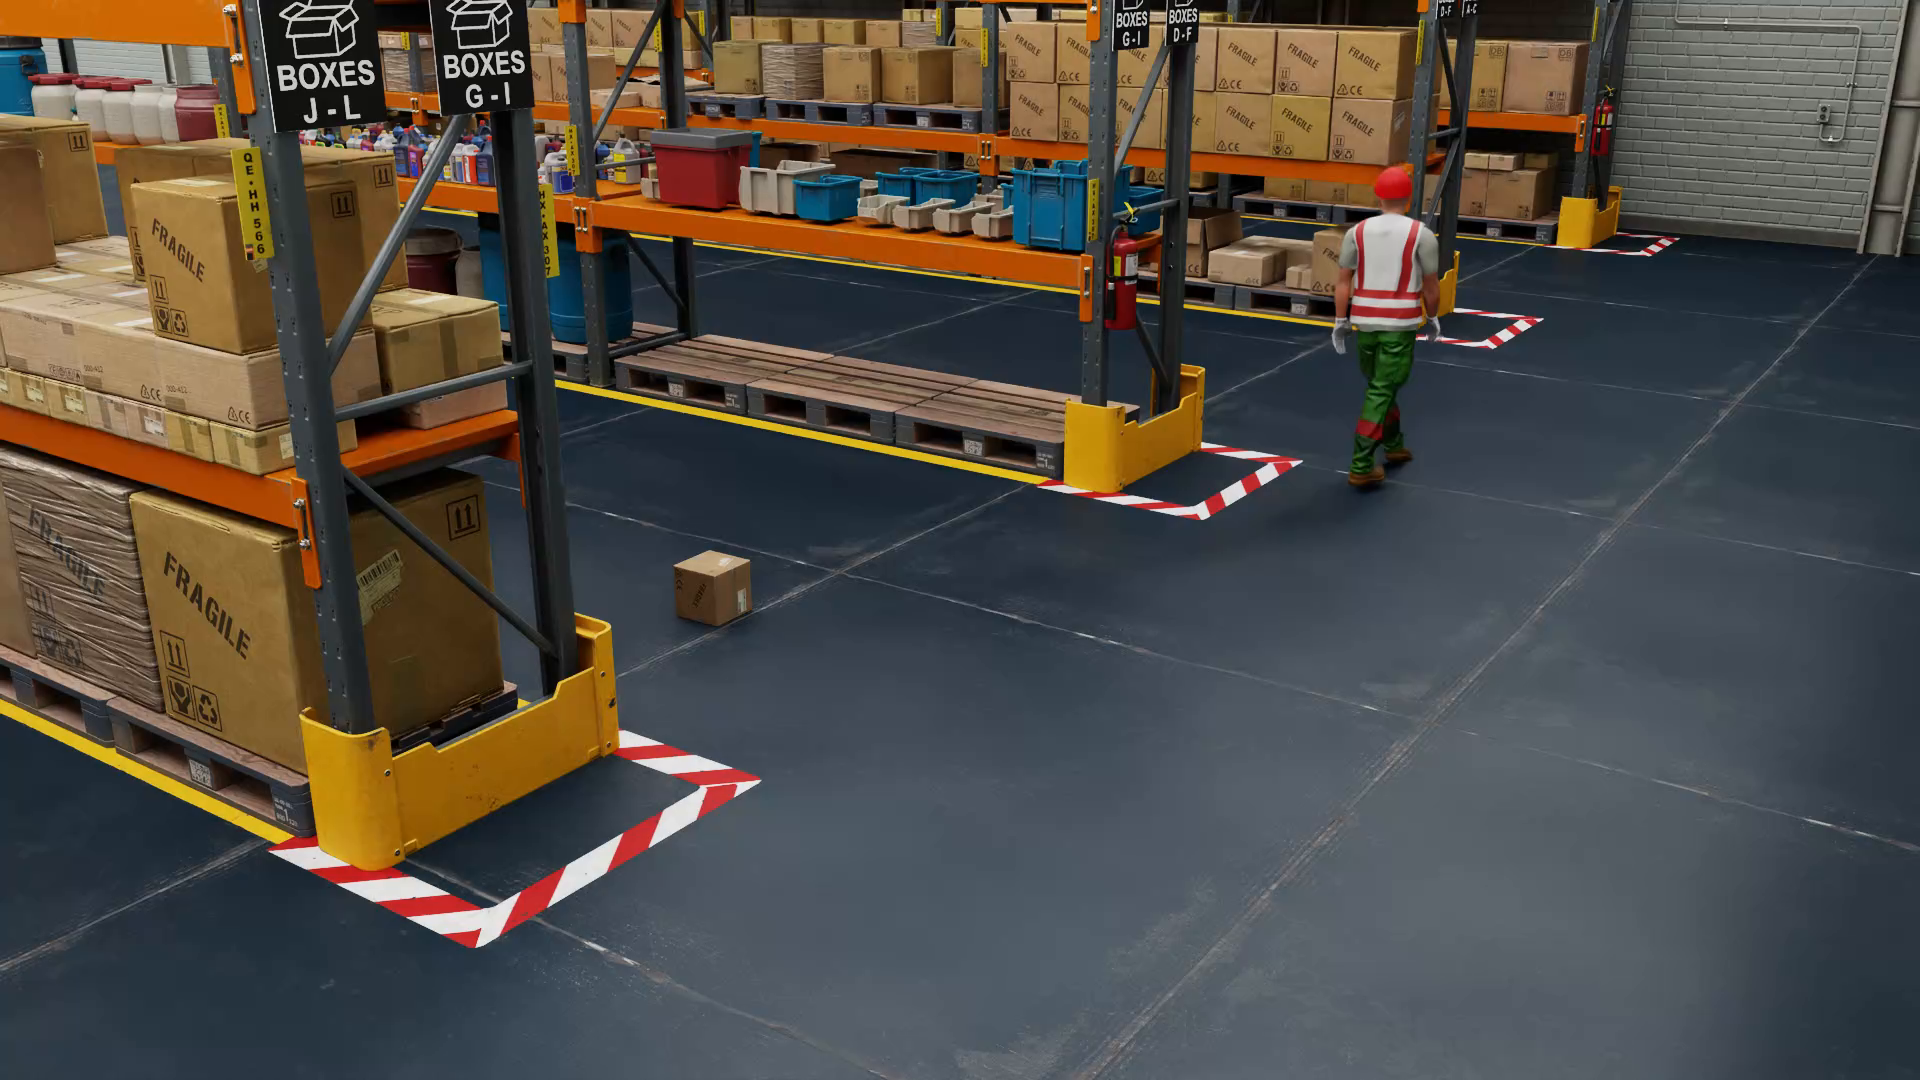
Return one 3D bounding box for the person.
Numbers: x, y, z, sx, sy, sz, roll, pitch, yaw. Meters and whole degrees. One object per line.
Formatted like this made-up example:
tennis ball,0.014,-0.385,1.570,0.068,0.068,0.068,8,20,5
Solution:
person,2.452,-1.233,9.490,0.534,1.779,0.886,15,24,35
